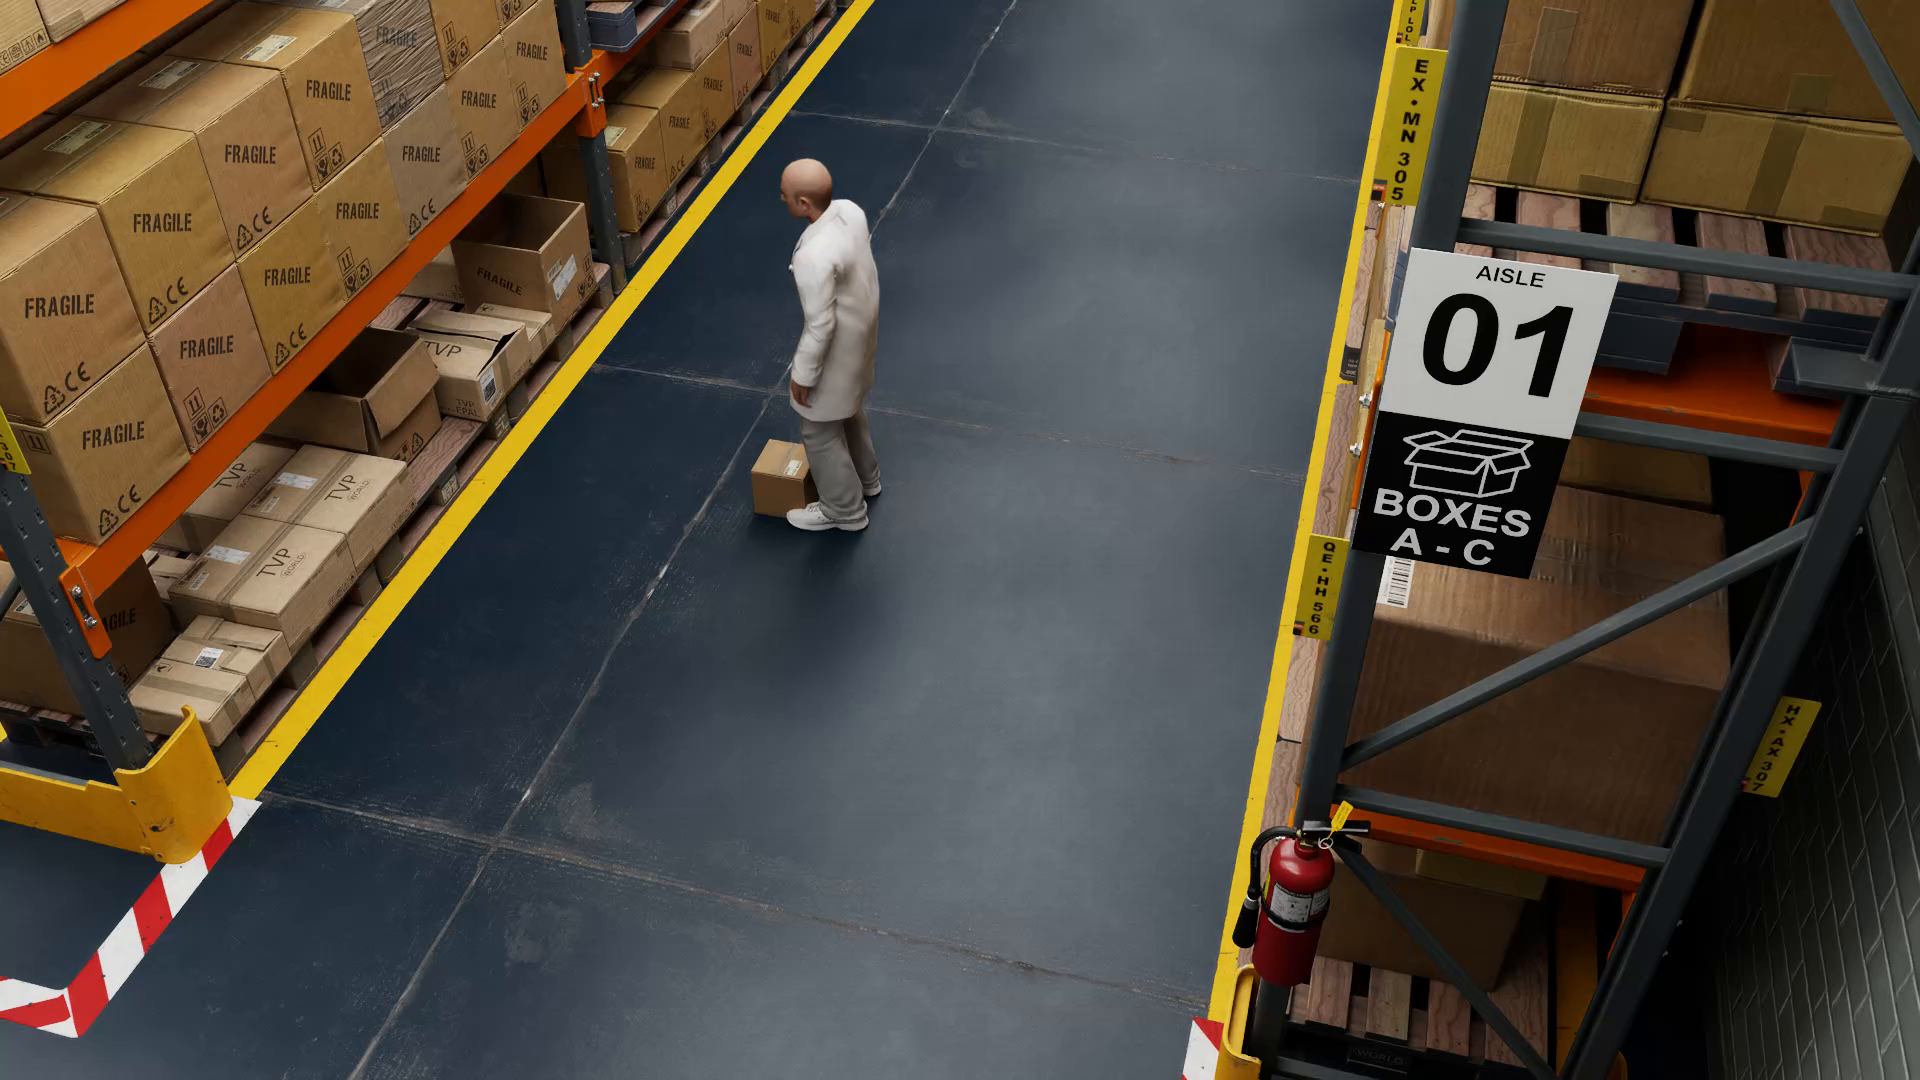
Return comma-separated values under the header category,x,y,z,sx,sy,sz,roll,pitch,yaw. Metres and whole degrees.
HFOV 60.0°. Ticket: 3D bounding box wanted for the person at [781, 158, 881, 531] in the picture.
category,x,y,z,sx,sy,sz,roll,pitch,yaw
person,-0.557,-0.823,7.133,0.424,1.774,0.644,10,42,12
